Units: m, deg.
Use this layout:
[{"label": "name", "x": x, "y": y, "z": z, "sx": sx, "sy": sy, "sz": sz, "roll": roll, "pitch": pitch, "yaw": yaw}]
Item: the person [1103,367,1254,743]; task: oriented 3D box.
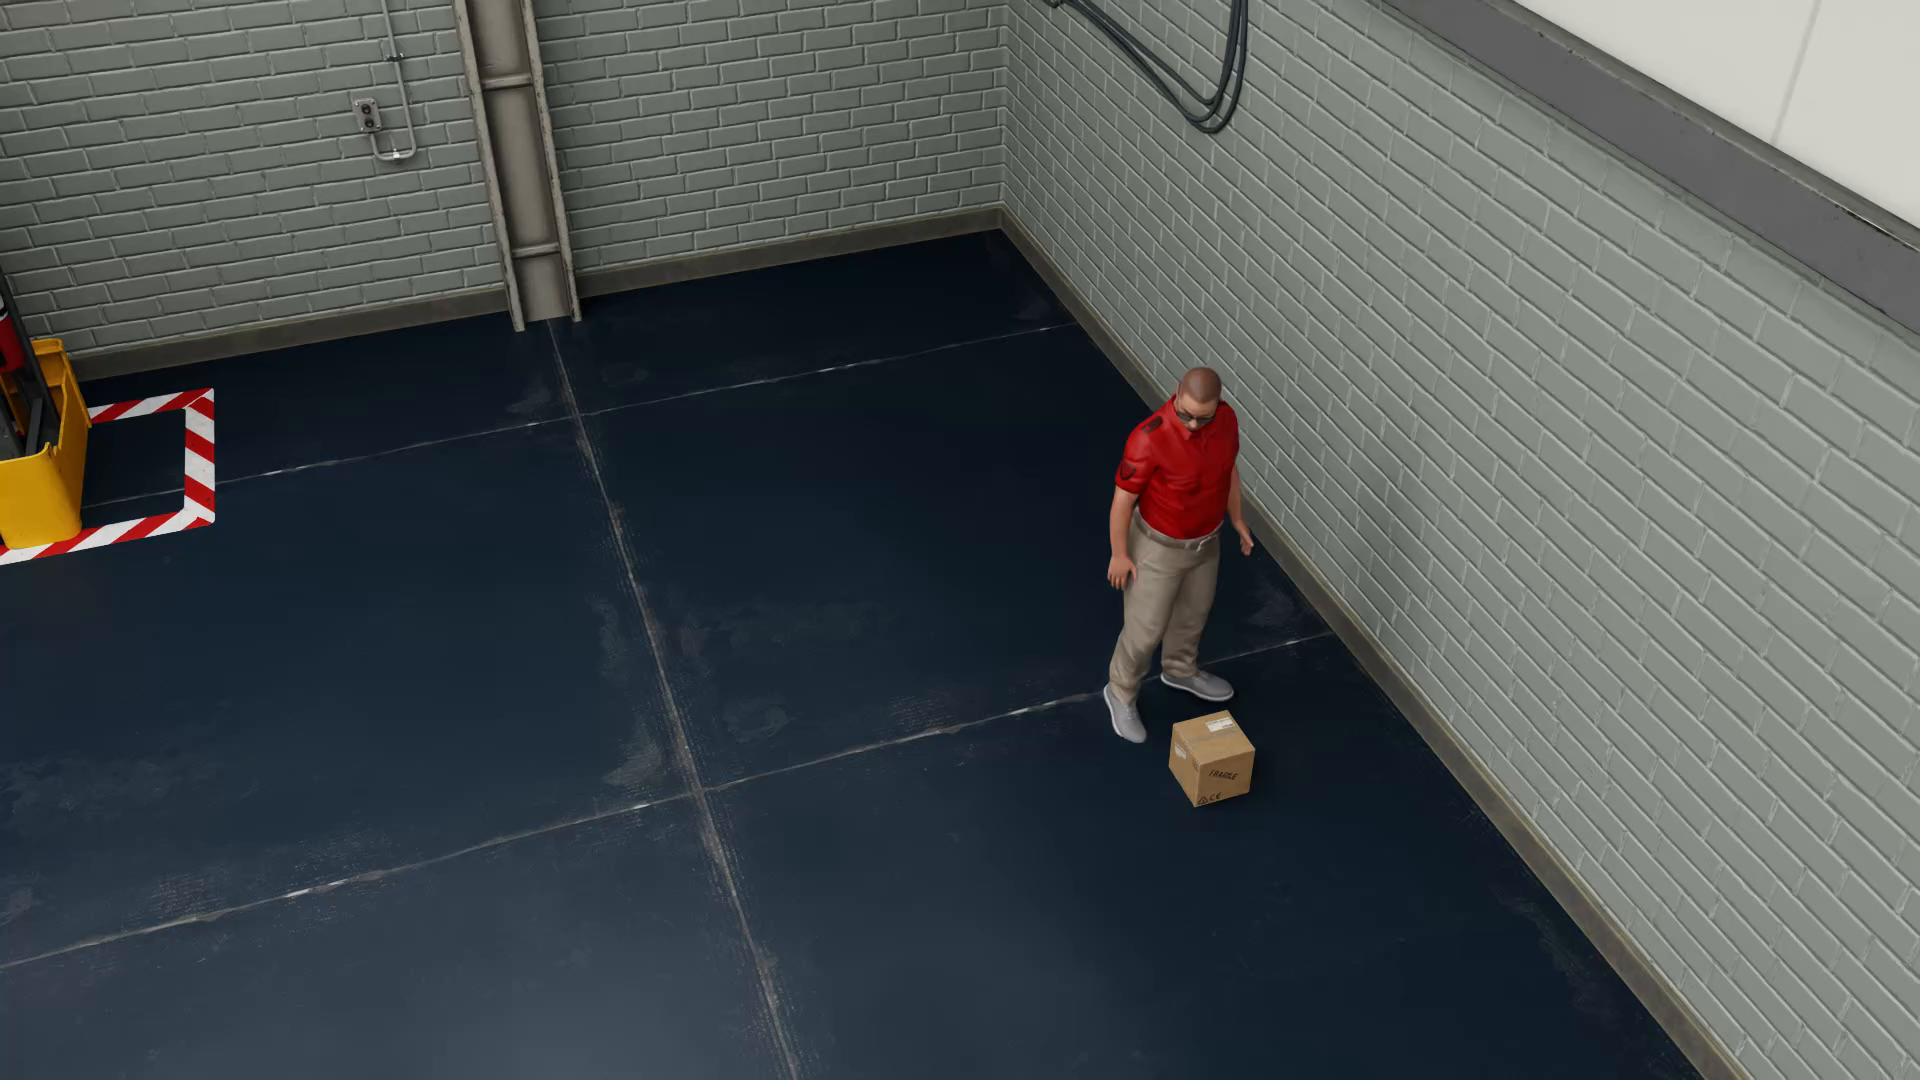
[{"label": "person", "x": 0.905, "y": 0.032, "z": 6.776, "sx": 0.636, "sy": 1.764, "sz": 0.386, "roll": -27, "pitch": 45, "yaw": -31}]
